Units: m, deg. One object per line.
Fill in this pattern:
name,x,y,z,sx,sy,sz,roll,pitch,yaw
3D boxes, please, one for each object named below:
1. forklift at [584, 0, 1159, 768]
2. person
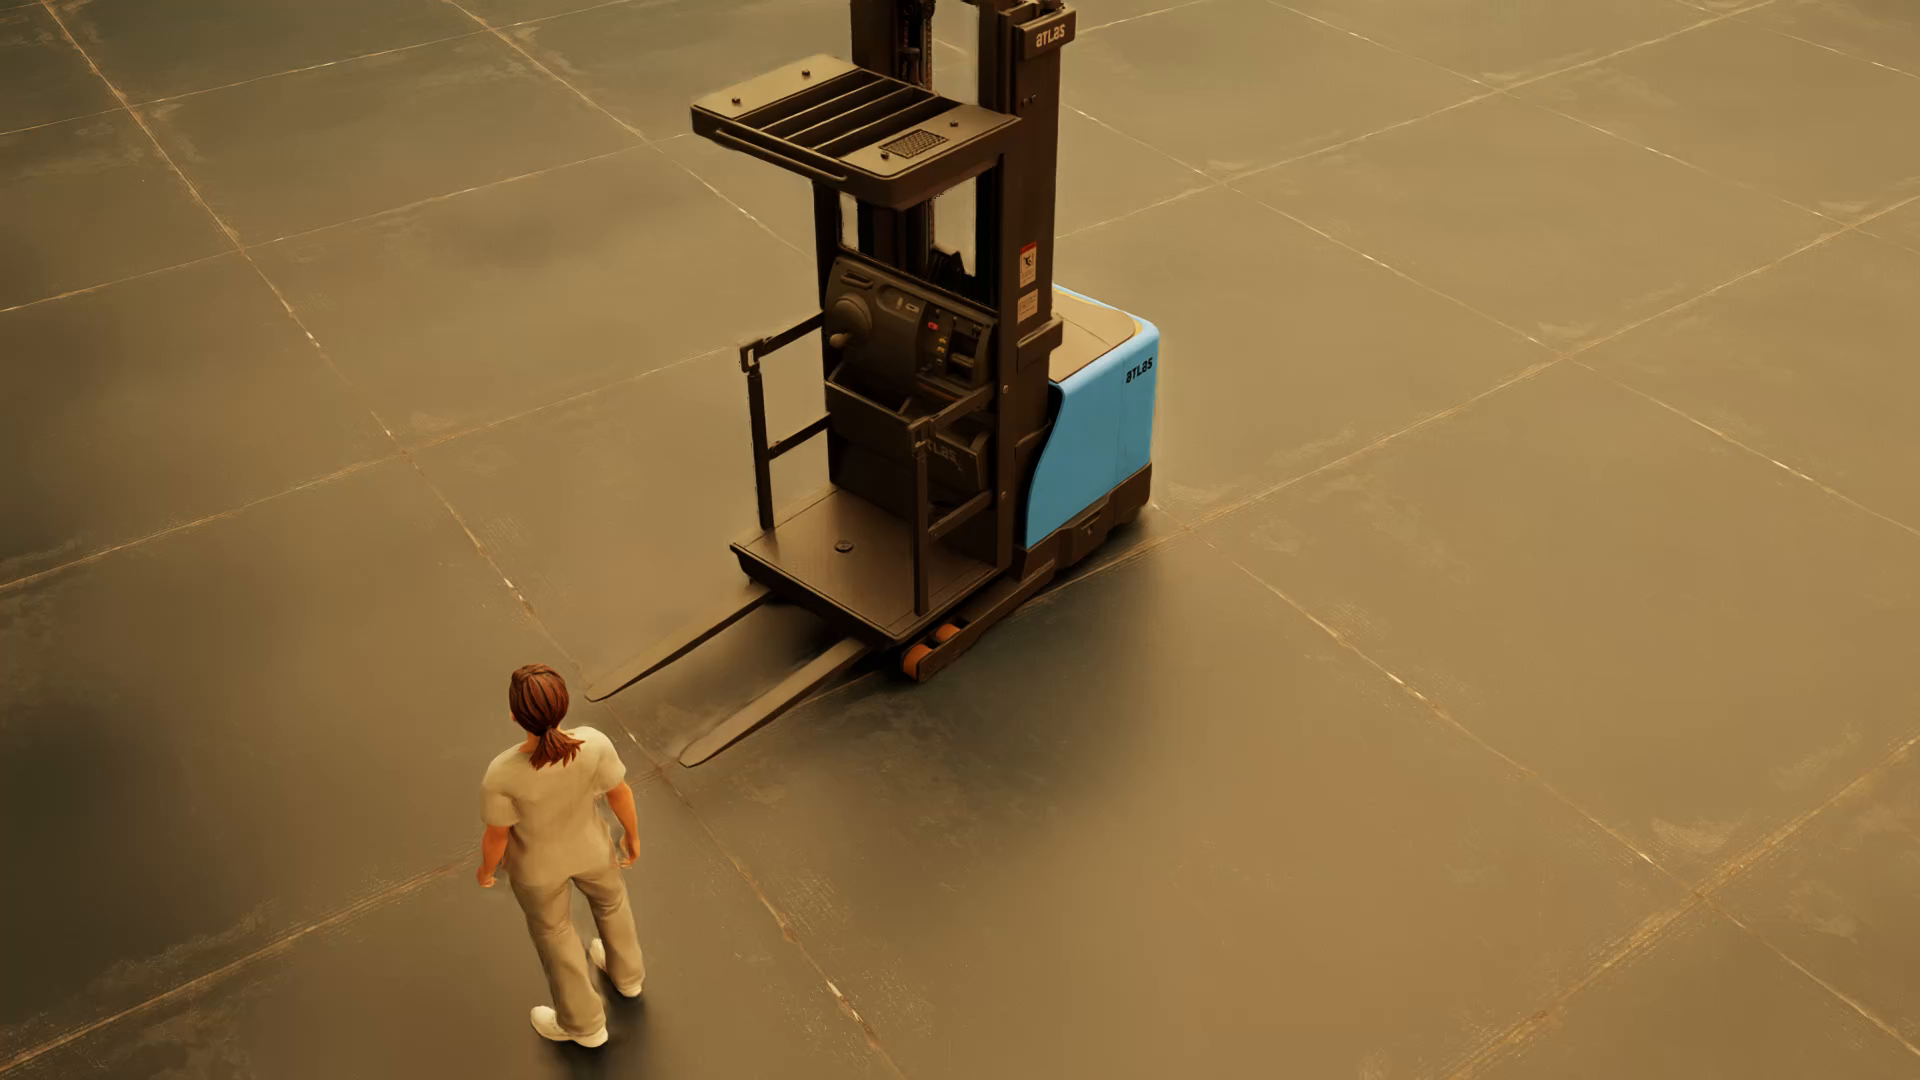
forklift,-0.369,-0.879,7.133,1.130,2.935,3.031,27,44,32
person,-1.370,1.047,5.633,0.538,1.661,0.478,-19,41,-24
